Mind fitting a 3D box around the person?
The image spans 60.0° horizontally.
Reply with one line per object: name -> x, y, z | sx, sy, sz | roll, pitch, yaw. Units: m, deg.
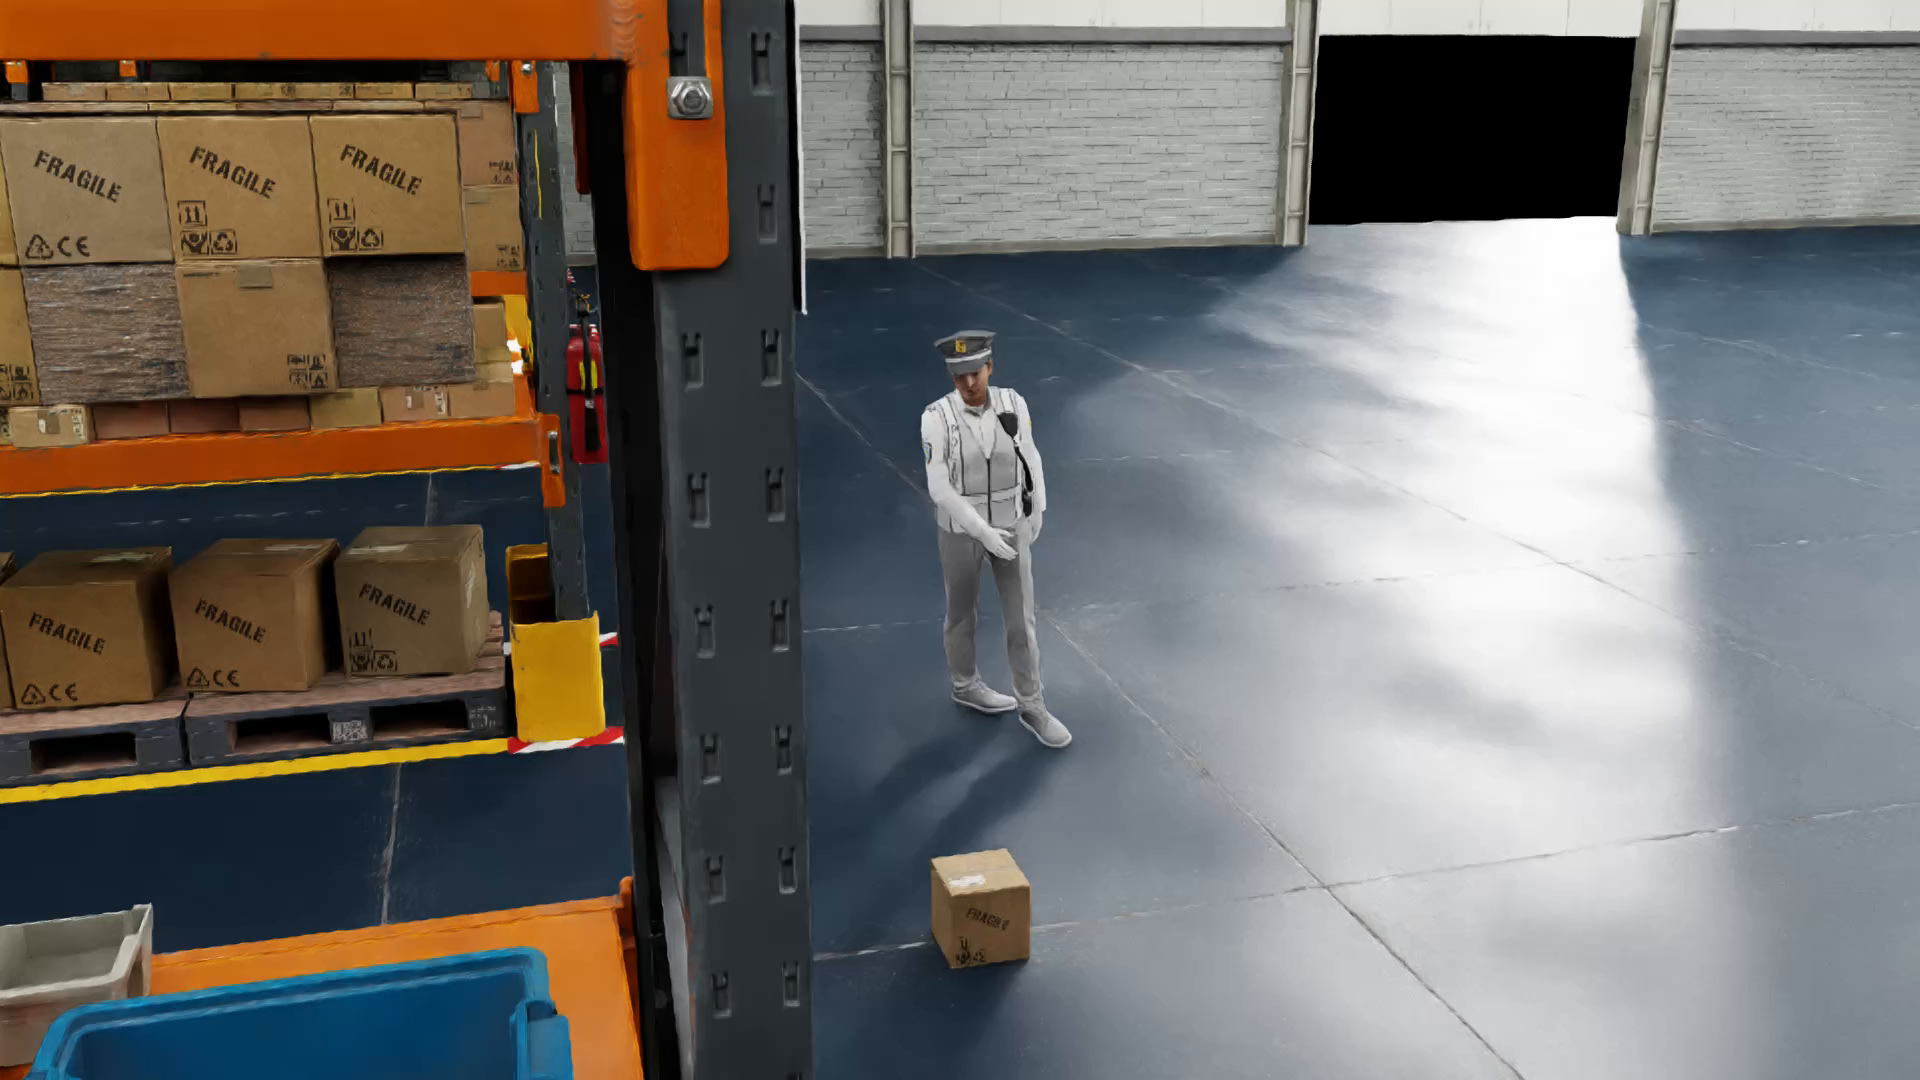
person -> 0.122, -0.024, 6.616 | 0.565, 1.663, 0.568 | -3, 16, -12
